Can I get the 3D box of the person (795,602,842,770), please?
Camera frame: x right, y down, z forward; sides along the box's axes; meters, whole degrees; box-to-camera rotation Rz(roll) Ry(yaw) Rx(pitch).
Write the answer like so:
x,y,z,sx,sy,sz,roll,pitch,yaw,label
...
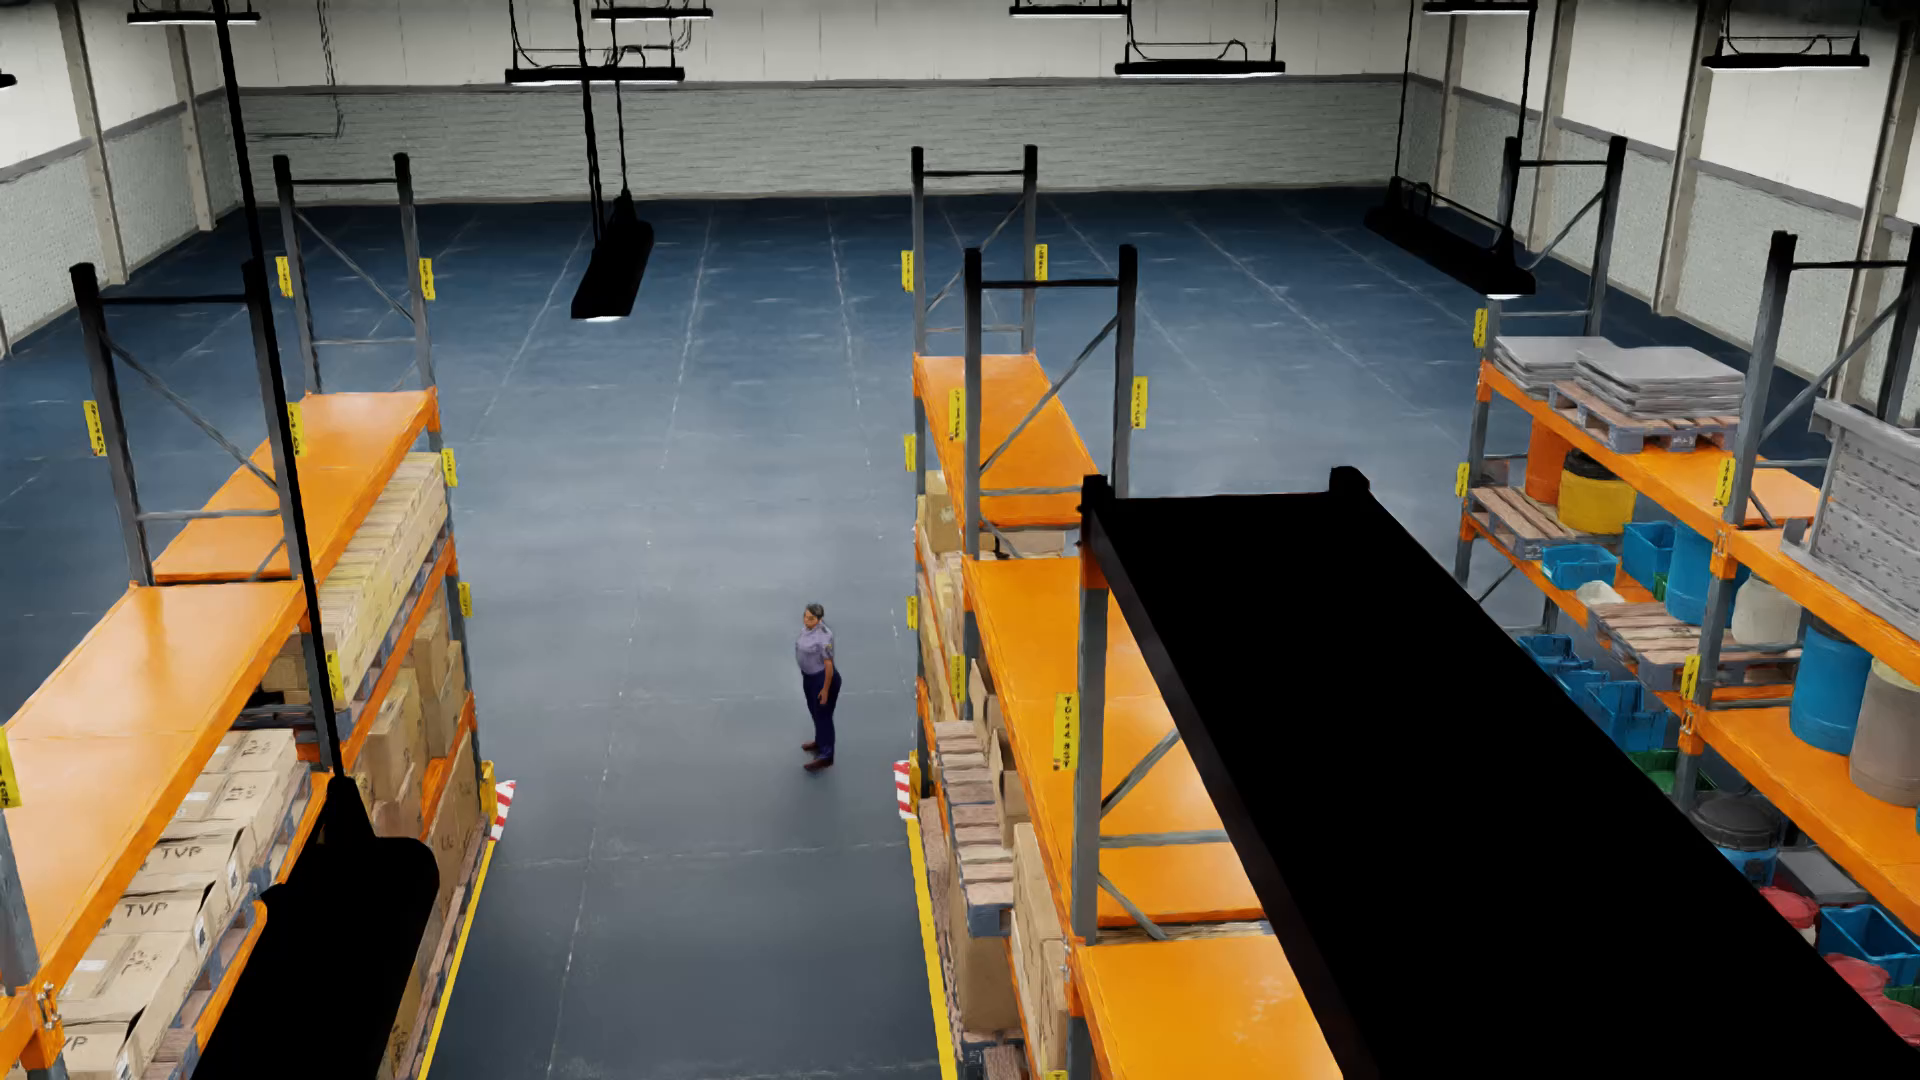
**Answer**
x,y,z,sx,sy,sz,roll,pitch,yaw,label
-1.396,1.363,15.938,0.445,1.651,0.577,-12,25,-29,person
